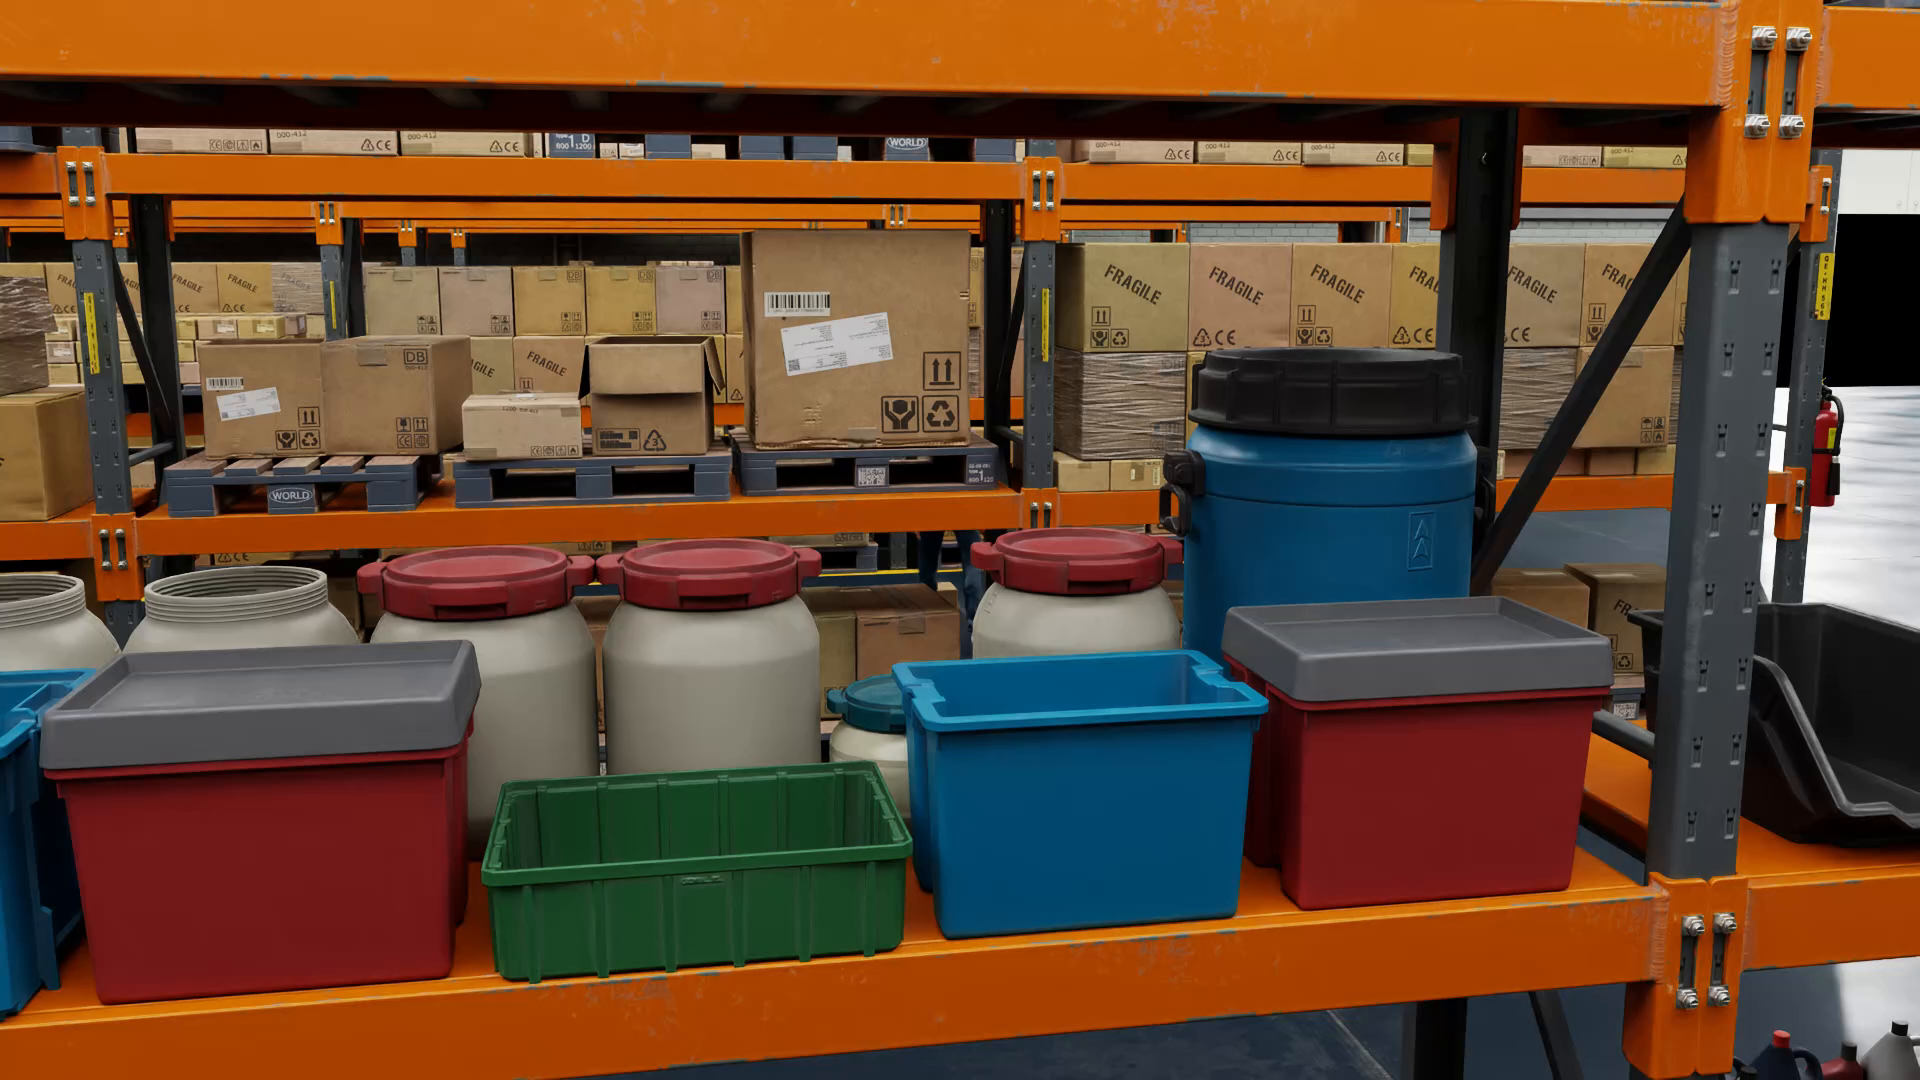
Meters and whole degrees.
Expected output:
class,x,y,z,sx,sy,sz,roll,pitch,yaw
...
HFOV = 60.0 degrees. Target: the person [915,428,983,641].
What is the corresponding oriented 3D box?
class,x,y,z,sx,sy,sz,roll,pitch,yaw
person,-0.029,-0.155,10.339,0.551,1.546,0.845,-1,10,-4
